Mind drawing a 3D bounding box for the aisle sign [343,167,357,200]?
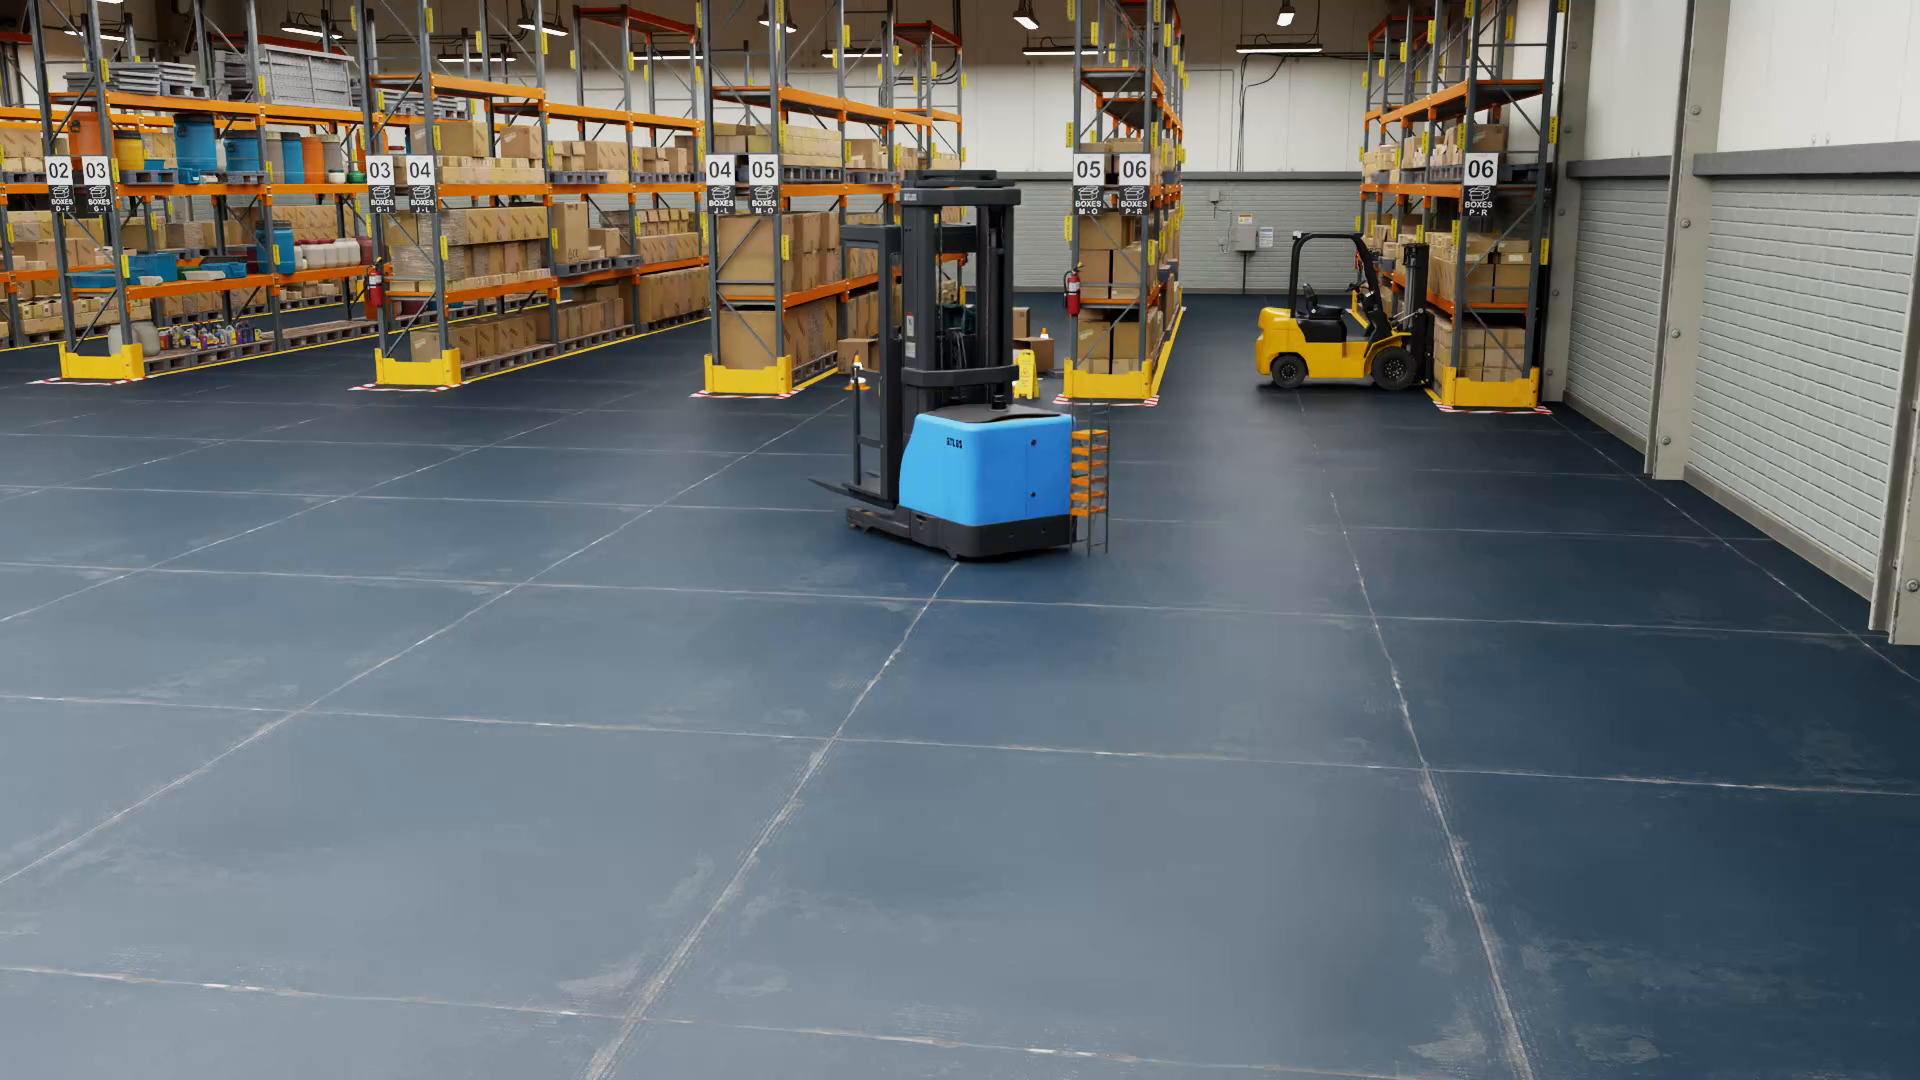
[{"bbox_3d":[-14.823,-8.639,40.289,0.394,0.787,0.004,2,12,9],"label":"aisle sign"}]

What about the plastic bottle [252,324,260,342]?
[{"bbox_3d":[-11.836,-3.481,27.929,0.061,0.283,0.133,3,12,11],"label":"plastic bottle"}]

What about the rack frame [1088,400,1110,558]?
[{"bbox_3d":[1.072,-0.469,12.820,0.006,1.200,0.240,11,17,42],"label":"rack frame"}]

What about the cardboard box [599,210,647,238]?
[{"bbox_3d":[-6.451,-6.068,31.910,0.797,0.503,0.637,2,12,11],"label":"cardboard box"}]

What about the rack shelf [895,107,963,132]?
[{"bbox_3d":[-0.771,-9.023,35.719,1.077,0.370,4.000,2,12,9],"label":"rack shelf"}]

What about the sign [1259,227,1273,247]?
[{"bbox_3d":[7.861,-7.778,42.689,0.329,0.494,0.001,2,12,9],"label":"sign"}]

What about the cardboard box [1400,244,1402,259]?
[{"bbox_3d":[7.730,-4.878,28.178,0.500,0.250,0.500,2,12,10],"label":"cardboard box"}]

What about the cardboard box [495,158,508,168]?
[{"bbox_3d":[-7.156,-5.781,25.485,0.380,0.149,0.250,2,12,11],"label":"cardboard box"}]

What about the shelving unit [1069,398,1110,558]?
[{"bbox_3d":[1.005,-0.482,12.881,0.189,1.200,0.258,11,17,42],"label":"shelving unit"}]

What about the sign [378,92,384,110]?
[{"bbox_3d":[-10.928,-8.296,31.393,0.100,0.325,0.005,2,12,9],"label":"sign"}]

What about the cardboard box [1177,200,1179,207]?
[{"bbox_3d":[4.614,-7.385,36.488,0.380,0.149,0.250,2,12,8],"label":"cardboard box"}]

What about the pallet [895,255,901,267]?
[{"bbox_3d":[-1.689,-5.253,31.204,1.213,0.211,1.003,2,12,9],"label":"pallet"}]

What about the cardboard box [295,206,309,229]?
[{"bbox_3d":[-15.243,-7.372,37.971,0.500,0.500,0.500,2,12,7],"label":"cardboard box"}]

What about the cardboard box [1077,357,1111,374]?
[{"bbox_3d":[1.845,-2.434,23.195,0.500,0.250,0.500,2,12,8],"label":"cardboard box"}]

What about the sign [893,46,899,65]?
[{"bbox_3d":[-1.145,-8.645,29.652,0.100,0.325,0.005,2,12,9],"label":"sign"}]

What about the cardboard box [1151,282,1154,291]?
[{"bbox_3d":[2.624,-3.705,24.161,0.380,0.149,0.250,2,12,9],"label":"cardboard box"}]

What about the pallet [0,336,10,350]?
[{"bbox_3d":[-17.146,-3.339,28.484,1.003,0.211,1.213,2,12,9],"label":"pallet"}]

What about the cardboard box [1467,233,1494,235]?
[{"bbox_3d":[7.673,-4.447,24.526,0.380,0.149,0.250,2,12,7],"label":"cardboard box"}]

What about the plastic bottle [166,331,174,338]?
[{"bbox_3d":[-12.767,-3.233,26.794,0.152,0.276,0.135,2,12,7],"label":"plastic bottle"}]

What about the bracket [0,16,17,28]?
[{"bbox_3d":[-21.107,-11.459,36.761,0.235,0.232,0.430,2,12,9],"label":"bracket"}]

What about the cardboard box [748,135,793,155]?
[{"bbox_3d":[-2.596,-5.414,22.793,0.500,0.250,0.500,2,12,9],"label":"cardboard box"}]

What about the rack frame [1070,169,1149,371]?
[{"bbox_3d":[1.983,-3.390,22.105,1.000,3.000,0.127,2,12,9],"label":"rack frame"}]

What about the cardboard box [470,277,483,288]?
[{"bbox_3d":[-7.356,-3.848,24.824,0.380,0.149,0.250,2,12,9],"label":"cardboard box"}]

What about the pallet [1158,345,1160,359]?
[{"bbox_3d":[2.716,-3.022,27.015,1.003,0.211,1.213,2,12,9],"label":"pallet"}]

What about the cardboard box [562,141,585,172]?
[{"bbox_3d":[-6.880,-6.557,28.437,0.797,0.503,0.637,2,12,11],"label":"cardboard box"}]

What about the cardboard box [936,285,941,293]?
[{"bbox_3d":[-0.592,-5.410,35.836,0.380,0.149,0.250,2,12,10],"label":"cardboard box"}]

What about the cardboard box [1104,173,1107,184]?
[{"bbox_3d":[1.761,-4.817,22.202,0.380,0.149,0.250,2,12,9],"label":"cardboard box"}]

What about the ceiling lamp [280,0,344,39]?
[{"bbox_3d":[-13.211,-12.055,34.216,0.800,3.185,2.000,2,12,9],"label":"ceiling lamp"}]

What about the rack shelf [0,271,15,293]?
[{"bbox_3d":[-17.290,-4.098,27.096,1.077,0.370,4.000,2,12,9],"label":"rack shelf"}]

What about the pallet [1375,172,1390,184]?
[{"bbox_3d":[8.407,-6.753,31.036,1.213,0.211,1.003,2,12,9],"label":"pallet"}]

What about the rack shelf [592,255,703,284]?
[{"bbox_3d":[-6.271,-5.441,33.330,1.077,0.370,4.000,2,12,9],"label":"rack shelf"}]

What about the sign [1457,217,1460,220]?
[{"bbox_3d":[8.667,-5.444,28.888,0.100,0.325,0.005,2,12,9],"label":"sign"}]

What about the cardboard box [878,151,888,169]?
[{"bbox_3d":[-1.558,-6.645,29.063,0.500,0.311,0.500,2,12,9],"label":"cardboard box"}]

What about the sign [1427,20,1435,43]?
[{"bbox_3d":[6.965,-7.506,24.558,0.100,0.325,0.005,2,12,9],"label":"sign"}]

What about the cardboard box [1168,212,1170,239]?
[{"bbox_3d":[3.597,-5.792,30.637,0.500,0.500,0.500,2,12,9],"label":"cardboard box"}]

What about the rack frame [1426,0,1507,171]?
[{"bbox_3d":[7.503,-6.996,24.594,1.000,3.000,0.127,2,12,9],"label":"rack frame"}]

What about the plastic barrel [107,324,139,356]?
[{"bbox_3d":[-12.678,-3.001,25.205,0.421,0.512,0.421,0,12,0],"label":"plastic barrel"}]

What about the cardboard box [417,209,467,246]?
[{"bbox_3d":[-7.456,-4.500,23.938,0.500,0.500,0.500,2,12,9],"label":"cardboard box"}]

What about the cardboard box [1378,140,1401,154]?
[{"bbox_3d":[8.342,-7.623,32.296,0.396,0.266,0.258,2,12,8],"label":"cardboard box"}]

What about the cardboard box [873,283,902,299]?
[{"bbox_3d":[-1.348,-4.681,31.249,0.500,0.250,0.500,1,12,6],"label":"cardboard box"}]

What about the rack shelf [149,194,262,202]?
[{"bbox_3d":[-16.059,-7.230,34.507,1.077,0.370,4.000,2,12,9],"label":"rack shelf"}]

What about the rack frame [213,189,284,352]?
[{"bbox_3d":[-12.088,-4.705,28.204,1.000,3.000,0.127,2,12,9],"label":"rack frame"}]

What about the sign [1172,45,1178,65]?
[{"bbox_3d":[3.751,-8.468,29.022,0.100,0.325,0.005,2,12,9],"label":"sign"}]

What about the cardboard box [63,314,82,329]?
[{"bbox_3d":[-16.518,-4.017,30.544,0.500,0.250,0.500,1,12,7],"label":"cardboard box"}]

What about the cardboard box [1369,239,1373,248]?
[{"bbox_3d":[8.633,-6.019,33.953,0.500,0.250,0.500,2,12,9],"label":"cardboard box"}]

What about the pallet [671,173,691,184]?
[{"bbox_3d":[-6.056,-7.390,33.997,0.805,0.209,1.217,1,12,6],"label":"pallet"}]

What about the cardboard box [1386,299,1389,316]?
[{"bbox_3d":[8.136,-4.187,30.738,0.500,0.500,0.500,2,12,11],"label":"cardboard box"}]

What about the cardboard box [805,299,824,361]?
[{"bbox_3d":[-2.610,-3.213,25.327,0.875,0.875,0.875,2,12,9],"label":"cardboard box"}]

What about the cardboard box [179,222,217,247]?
[{"bbox_3d":[-15.962,-6.416,34.909,0.700,0.500,0.500,-1,12,-6],"label":"cardboard box"}]

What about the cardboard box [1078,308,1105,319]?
[{"bbox_3d":[1.838,-3.189,23.381,0.380,0.149,0.250,2,12,10],"label":"cardboard box"}]

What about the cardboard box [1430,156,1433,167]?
[{"bbox_3d":[7.134,-5.577,24.494,0.380,0.149,0.250,2,12,10],"label":"cardboard box"}]

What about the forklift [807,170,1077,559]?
[{"bbox_3d":[-0.298,-1.553,13.742,1.130,2.935,3.031,-8,14,-32],"label":"forklift"}]

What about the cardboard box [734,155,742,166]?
[{"bbox_3d":[-3.208,-5.208,22.780,0.380,0.149,0.250,2,12,9],"label":"cardboard box"}]
